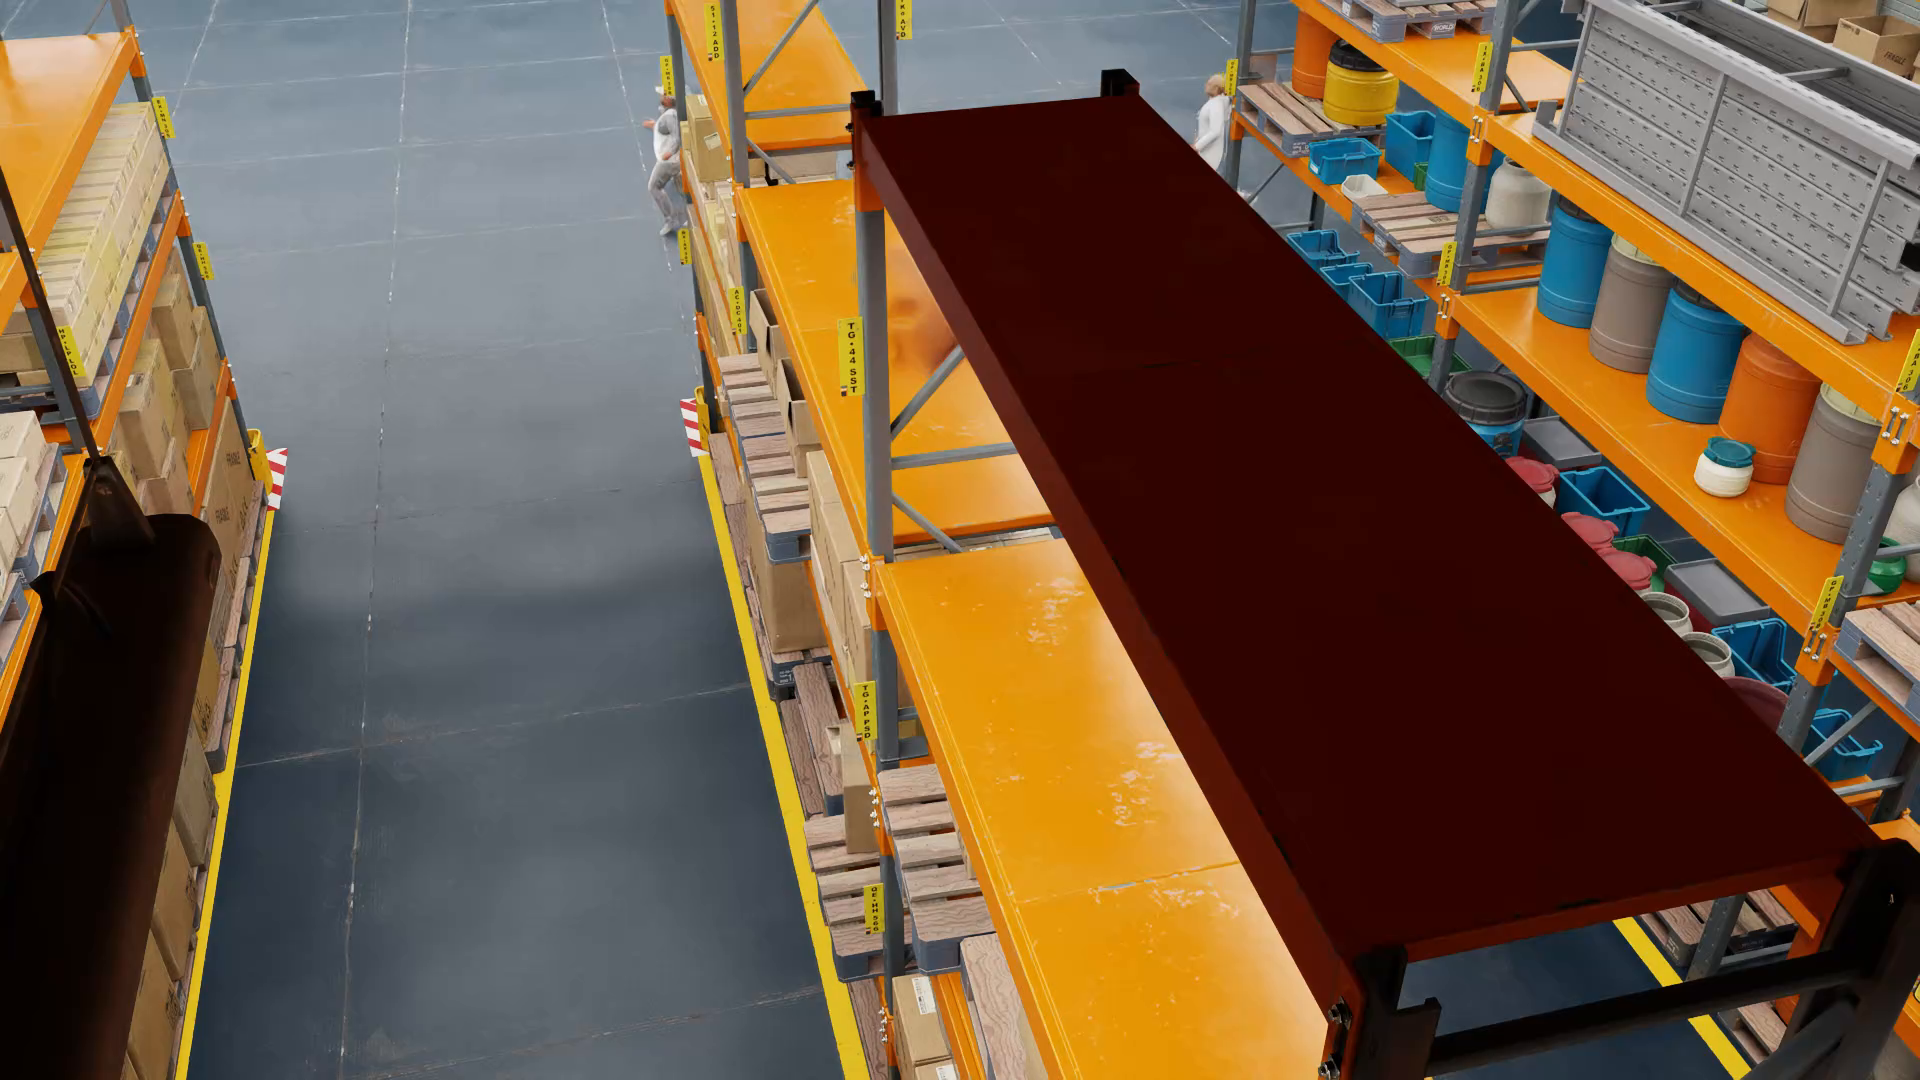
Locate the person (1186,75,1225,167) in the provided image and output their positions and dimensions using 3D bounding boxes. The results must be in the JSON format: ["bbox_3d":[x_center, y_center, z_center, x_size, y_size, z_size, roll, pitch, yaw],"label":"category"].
[{"bbox_3d":[2.892,-4.482,19.099,0.685,1.729,0.756,8,35,12],"label":"person"}]

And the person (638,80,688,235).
[{"bbox_3d":[-3.295,-4.318,18.831,0.734,1.825,0.639,9,36,13],"label":"person"}]
